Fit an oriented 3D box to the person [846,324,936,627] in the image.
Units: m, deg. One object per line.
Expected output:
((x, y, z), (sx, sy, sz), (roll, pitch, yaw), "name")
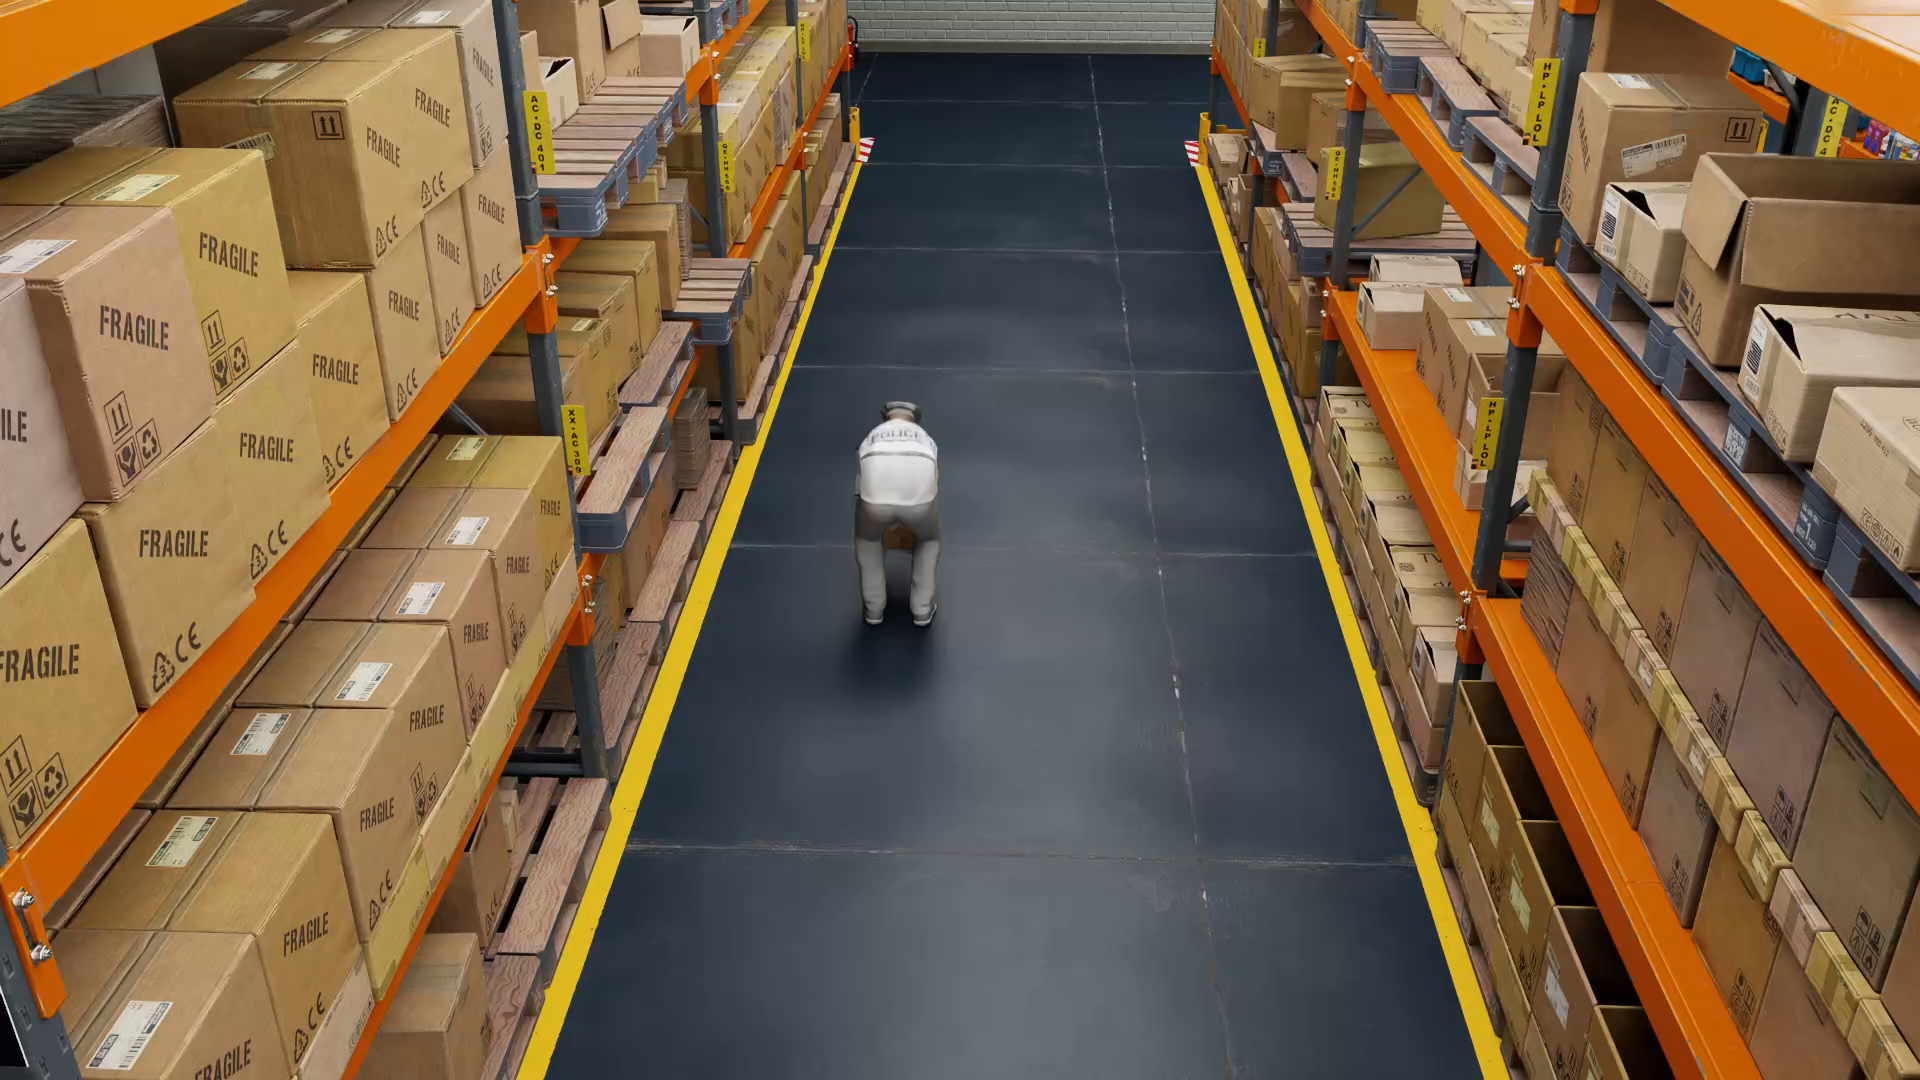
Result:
((-0.371, -0.368, 9.306), (0.490, 1.766, 0.572), (1, 28, 1), "person")
